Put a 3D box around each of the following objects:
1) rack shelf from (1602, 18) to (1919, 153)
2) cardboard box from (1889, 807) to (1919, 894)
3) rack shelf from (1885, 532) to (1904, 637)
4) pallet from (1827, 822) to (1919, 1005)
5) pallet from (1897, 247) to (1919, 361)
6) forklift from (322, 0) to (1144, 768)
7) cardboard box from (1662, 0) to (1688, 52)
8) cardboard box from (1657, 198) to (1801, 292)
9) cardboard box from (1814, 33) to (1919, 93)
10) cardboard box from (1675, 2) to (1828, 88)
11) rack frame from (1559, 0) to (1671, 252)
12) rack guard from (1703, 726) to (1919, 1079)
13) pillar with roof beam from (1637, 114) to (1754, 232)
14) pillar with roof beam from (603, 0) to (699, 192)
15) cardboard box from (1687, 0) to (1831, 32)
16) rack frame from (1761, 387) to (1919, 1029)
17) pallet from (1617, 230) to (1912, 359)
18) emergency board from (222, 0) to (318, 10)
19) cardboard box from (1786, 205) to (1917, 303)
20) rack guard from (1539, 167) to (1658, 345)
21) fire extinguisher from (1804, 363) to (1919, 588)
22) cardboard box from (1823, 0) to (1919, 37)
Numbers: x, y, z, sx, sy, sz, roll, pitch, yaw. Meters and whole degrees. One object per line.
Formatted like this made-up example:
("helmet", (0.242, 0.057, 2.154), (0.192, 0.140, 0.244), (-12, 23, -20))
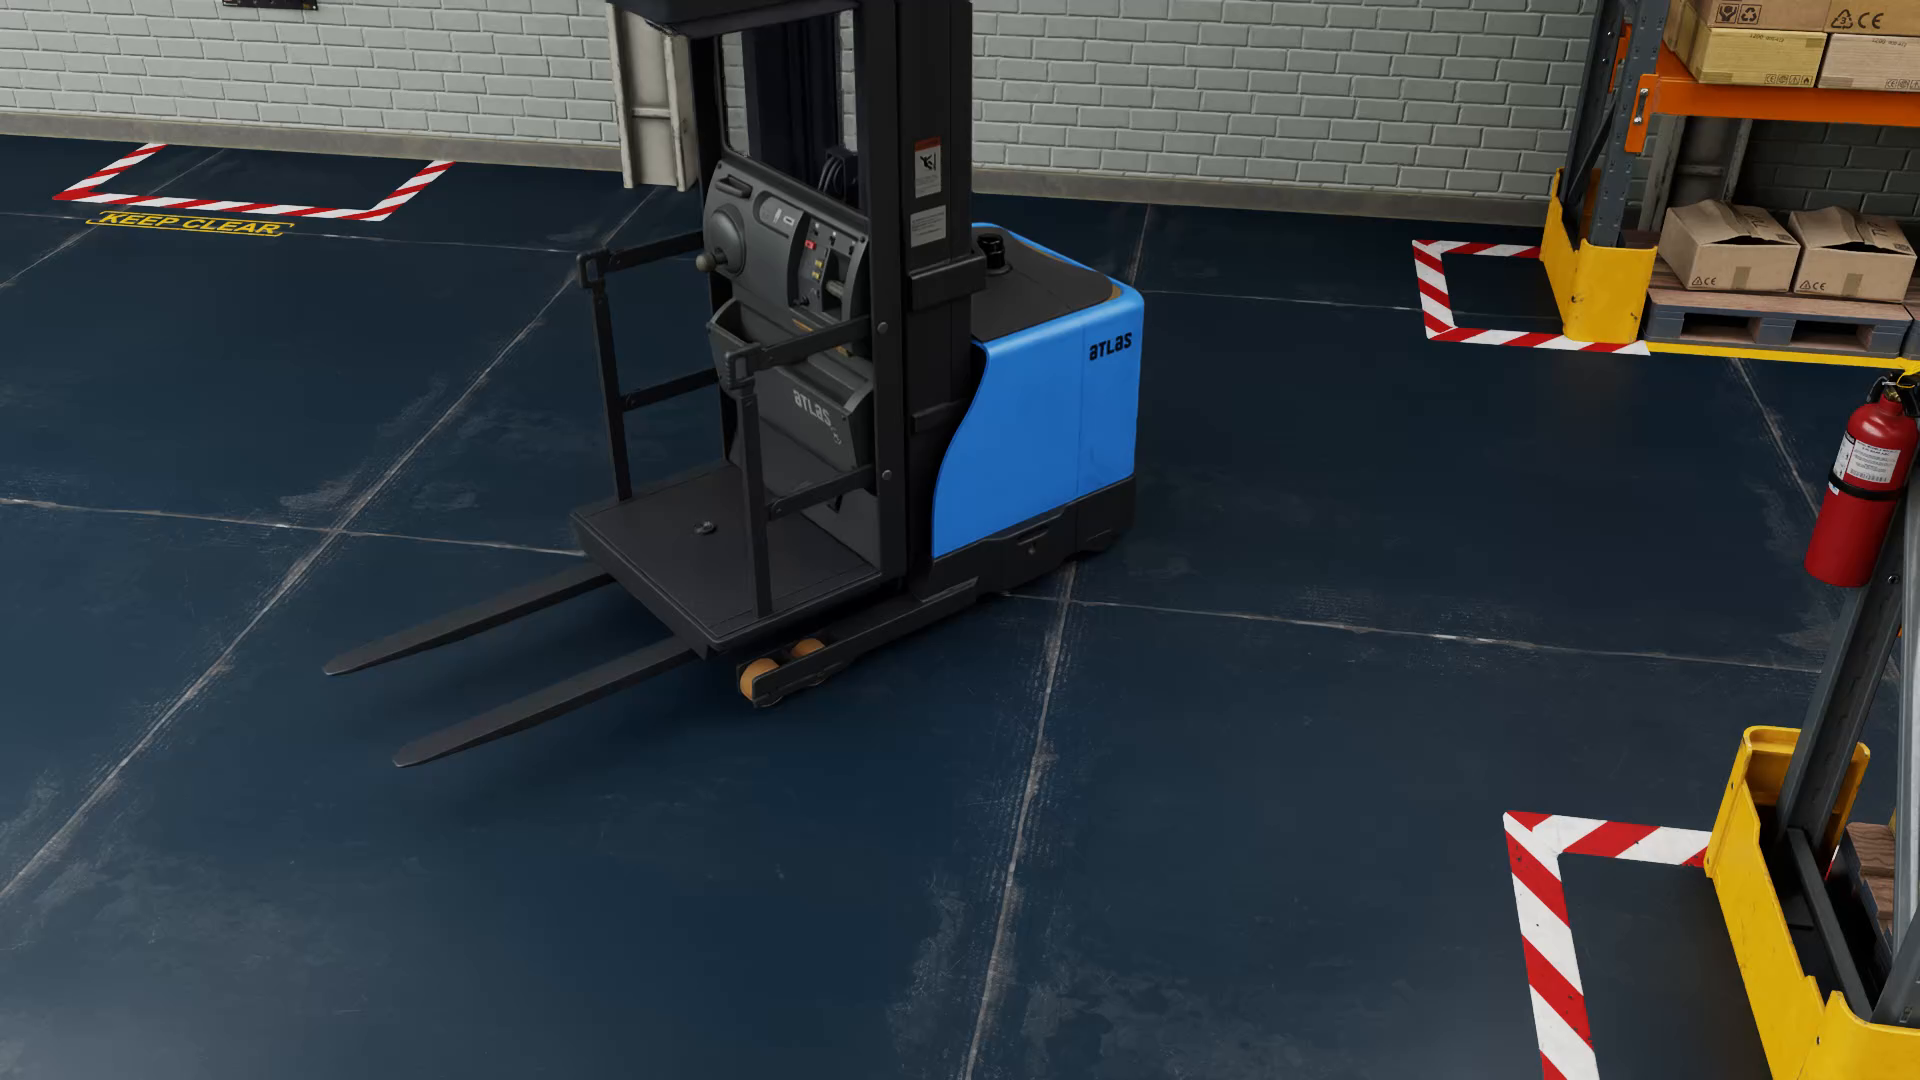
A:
("rack shelf", (5.209, -2.087, 7.935), (4.000, 0.370, 1.077), (5, 32, 8))
("cardboard box", (2.986, 0.901, 4.678), (0.500, 0.250, 0.500), (5, 32, 8))
("rack shelf", (4.380, 0.504, 3.795), (4.000, 0.370, 1.077), (5, 32, 8))
("pallet", (3.169, 1.249, 4.556), (1.213, 0.211, 1.003), (5, 32, 8))
("pallet", (5.307, -1.181, 8.437), (1.213, 0.211, 1.003), (5, 32, 8))
("forklift", (-0.767, -0.977, 5.548), (3.031, 2.935, 1.130), (-23, 38, -31))
("cardboard box", (3.731, -2.575, 8.159), (0.500, 0.250, 0.500), (6, 32, 9))
("cardboard box", (3.905, -1.508, 8.452), (0.500, 0.311, 0.500), (2, 32, 3))
("cardboard box", (4.180, -2.267, 7.667), (0.500, 0.250, 0.500), (4, 32, 7))
("cardboard box", (3.665, -2.306, 7.729), (0.500, 0.250, 0.500), (4, 32, 7))
("rack frame", (3.238, -2.570, 8.029), (0.127, 3.000, 1.000), (5, 32, 8))
("rack guard", (2.384, 1.078, 4.556), (0.348, 0.500, 1.175), (5, 32, 8))
("pillar with roof beam", (3.349, -3.252, 3.464), (0.400, 9.000, 9.100), (5, 32, 8))
("pillar with roof beam", (-2.565, -3.787, 4.319), (0.400, 9.000, 9.100), (5, 32, 8))
("cardboard box", (3.658, -2.633, 7.546), (0.500, 0.500, 0.500), (5, 32, 8))
("rack frame", (2.408, 0.021, 3.890), (0.127, 3.000, 1.000), (5, 32, 8))
("pallet", (4.108, -1.291, 8.613), (1.213, 0.211, 1.003), (5, 32, 8))
("emergency board", (-4.271, -3.737, 9.892), (0.643, 1.169, 0.194), (5, 32, 8))
("cardboard box", (4.467, -1.458, 8.371), (0.500, 0.311, 0.500), (8, 33, 12))
("rack guard", (3.313, -1.504, 8.682), (0.348, 0.500, 1.175), (5, 32, 8))
("fire extinguisher", (2.370, -0.200, 4.315), (0.183, 0.674, 0.296), (5, 32, 8))
("cardboard box", (4.143, -2.584, 7.467), (0.500, 0.500, 0.500), (5, 32, 8))
